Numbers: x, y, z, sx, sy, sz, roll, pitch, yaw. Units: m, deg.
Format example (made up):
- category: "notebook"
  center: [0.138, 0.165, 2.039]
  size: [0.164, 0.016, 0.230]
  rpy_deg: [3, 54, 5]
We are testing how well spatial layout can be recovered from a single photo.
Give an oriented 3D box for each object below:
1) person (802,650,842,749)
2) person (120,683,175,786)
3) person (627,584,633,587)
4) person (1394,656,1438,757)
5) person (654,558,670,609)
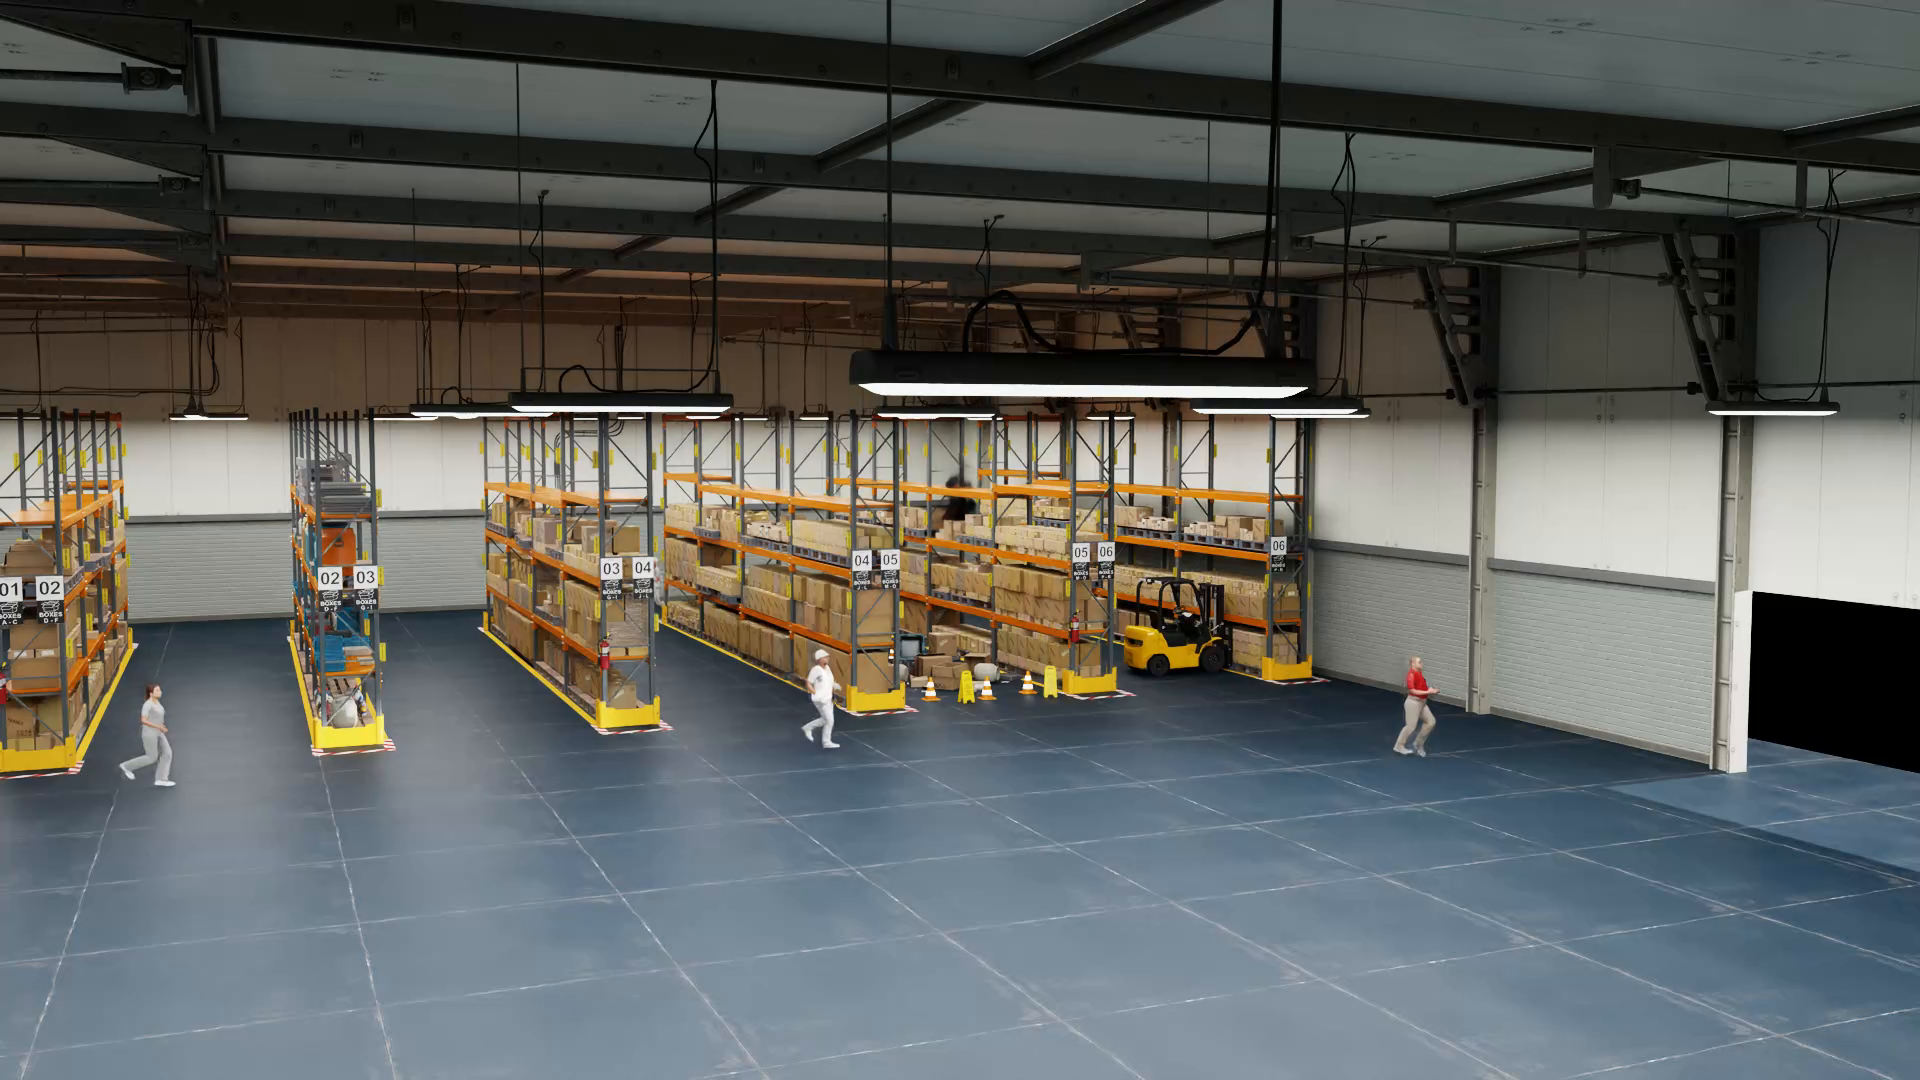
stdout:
- category: "person"
  center: [-2.467, 2.798, 29.273]
  size: [0.730, 1.746, 0.683]
  rpy_deg: [1, 4, 16]
- category: "person"
  center: [-12.800, 3.072, 26.208]
  size: [0.806, 1.639, 0.560]
  rpy_deg: [0, 4, -2]
- category: "person"
  center: [-9.703, 1.625, 47.490]
  size: [0.683, 1.509, 0.784]
  rpy_deg: [1, 4, 9]
- category: "person"
  center: [7.843, 2.876, 28.531]
  size: [0.724, 1.770, 0.620]
  rpy_deg: [3, 5, 33]
- category: "person"
  center: [-9.005, 1.405, 48.890]
  size: [1.008, 1.779, 0.674]
  rpy_deg: [-2, 5, -29]
